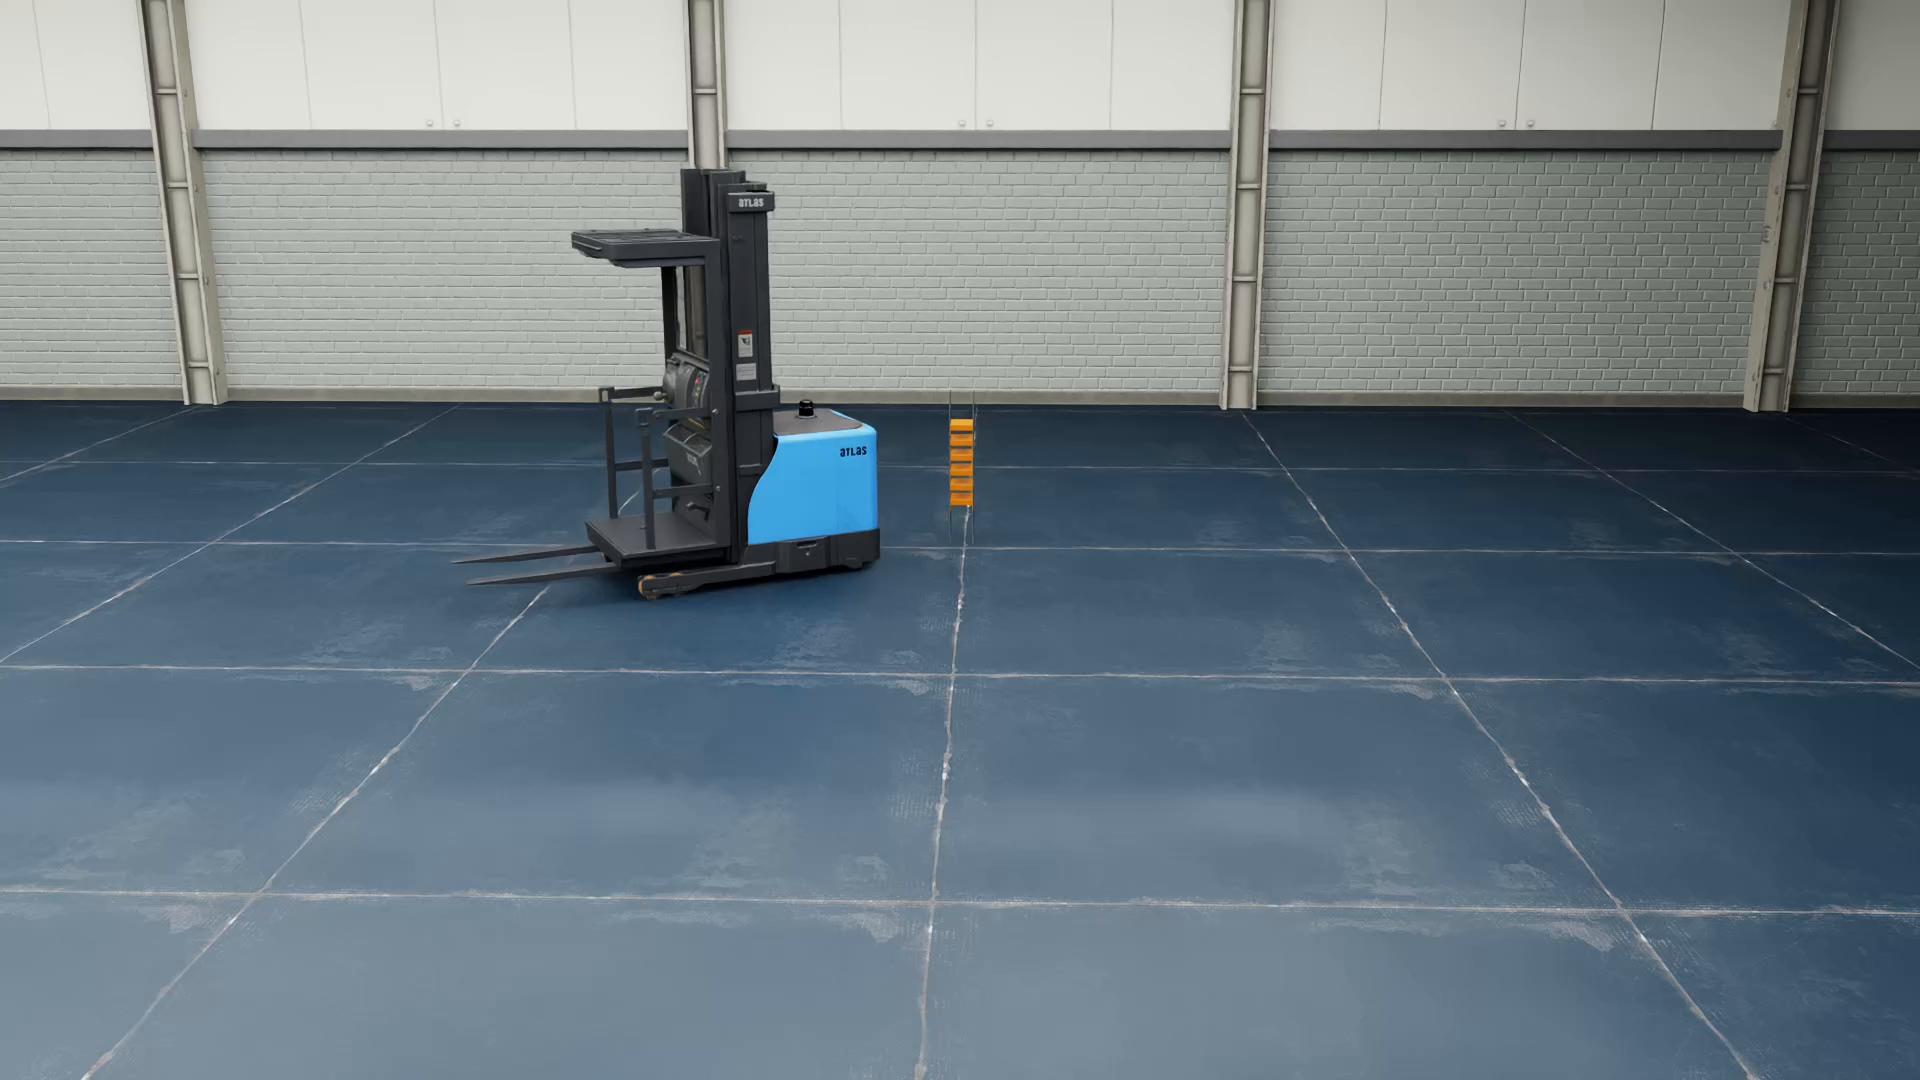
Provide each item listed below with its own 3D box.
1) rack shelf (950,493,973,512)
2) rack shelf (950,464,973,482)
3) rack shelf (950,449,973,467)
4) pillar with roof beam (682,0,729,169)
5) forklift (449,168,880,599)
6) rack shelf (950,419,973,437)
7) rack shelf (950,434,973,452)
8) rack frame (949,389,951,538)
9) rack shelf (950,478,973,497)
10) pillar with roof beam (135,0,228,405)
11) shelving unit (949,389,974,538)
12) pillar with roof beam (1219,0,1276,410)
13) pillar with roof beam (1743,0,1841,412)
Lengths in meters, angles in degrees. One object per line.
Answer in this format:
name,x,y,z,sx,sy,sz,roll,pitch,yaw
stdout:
rack shelf,0.014,-0.305,13.259,0.180,0.103,0.258,0,15,1
rack shelf,0.014,-0.537,13.198,0.180,0.103,0.258,0,15,1
rack shelf,0.014,-0.653,13.167,0.180,0.103,0.258,0,15,1
pillar with roof beam,-2.914,-4.823,13.979,0.400,9.000,9.100,0,15,1
forklift,-2.157,-1.150,11.955,3.031,2.935,1.130,-7,16,-26
rack shelf,0.014,-0.885,13.106,0.180,0.103,0.258,0,15,1
rack shelf,0.014,-0.769,13.137,0.180,0.103,0.258,0,15,1
rack frame,-0.077,-0.581,13.189,0.006,1.200,0.240,0,15,1
rack shelf,0.014,-0.421,13.229,0.180,0.103,0.258,0,15,1
pillar with roof beam,-8.912,-4.862,14.127,0.400,9.000,9.100,0,15,1
shelving unit,0.014,-0.580,13.187,0.189,1.200,0.258,0,15,1
pillar with roof beam,3.084,-4.783,13.831,0.400,9.000,9.100,0,15,1
pillar with roof beam,9.082,-4.744,13.683,0.400,9.000,9.100,0,15,1
